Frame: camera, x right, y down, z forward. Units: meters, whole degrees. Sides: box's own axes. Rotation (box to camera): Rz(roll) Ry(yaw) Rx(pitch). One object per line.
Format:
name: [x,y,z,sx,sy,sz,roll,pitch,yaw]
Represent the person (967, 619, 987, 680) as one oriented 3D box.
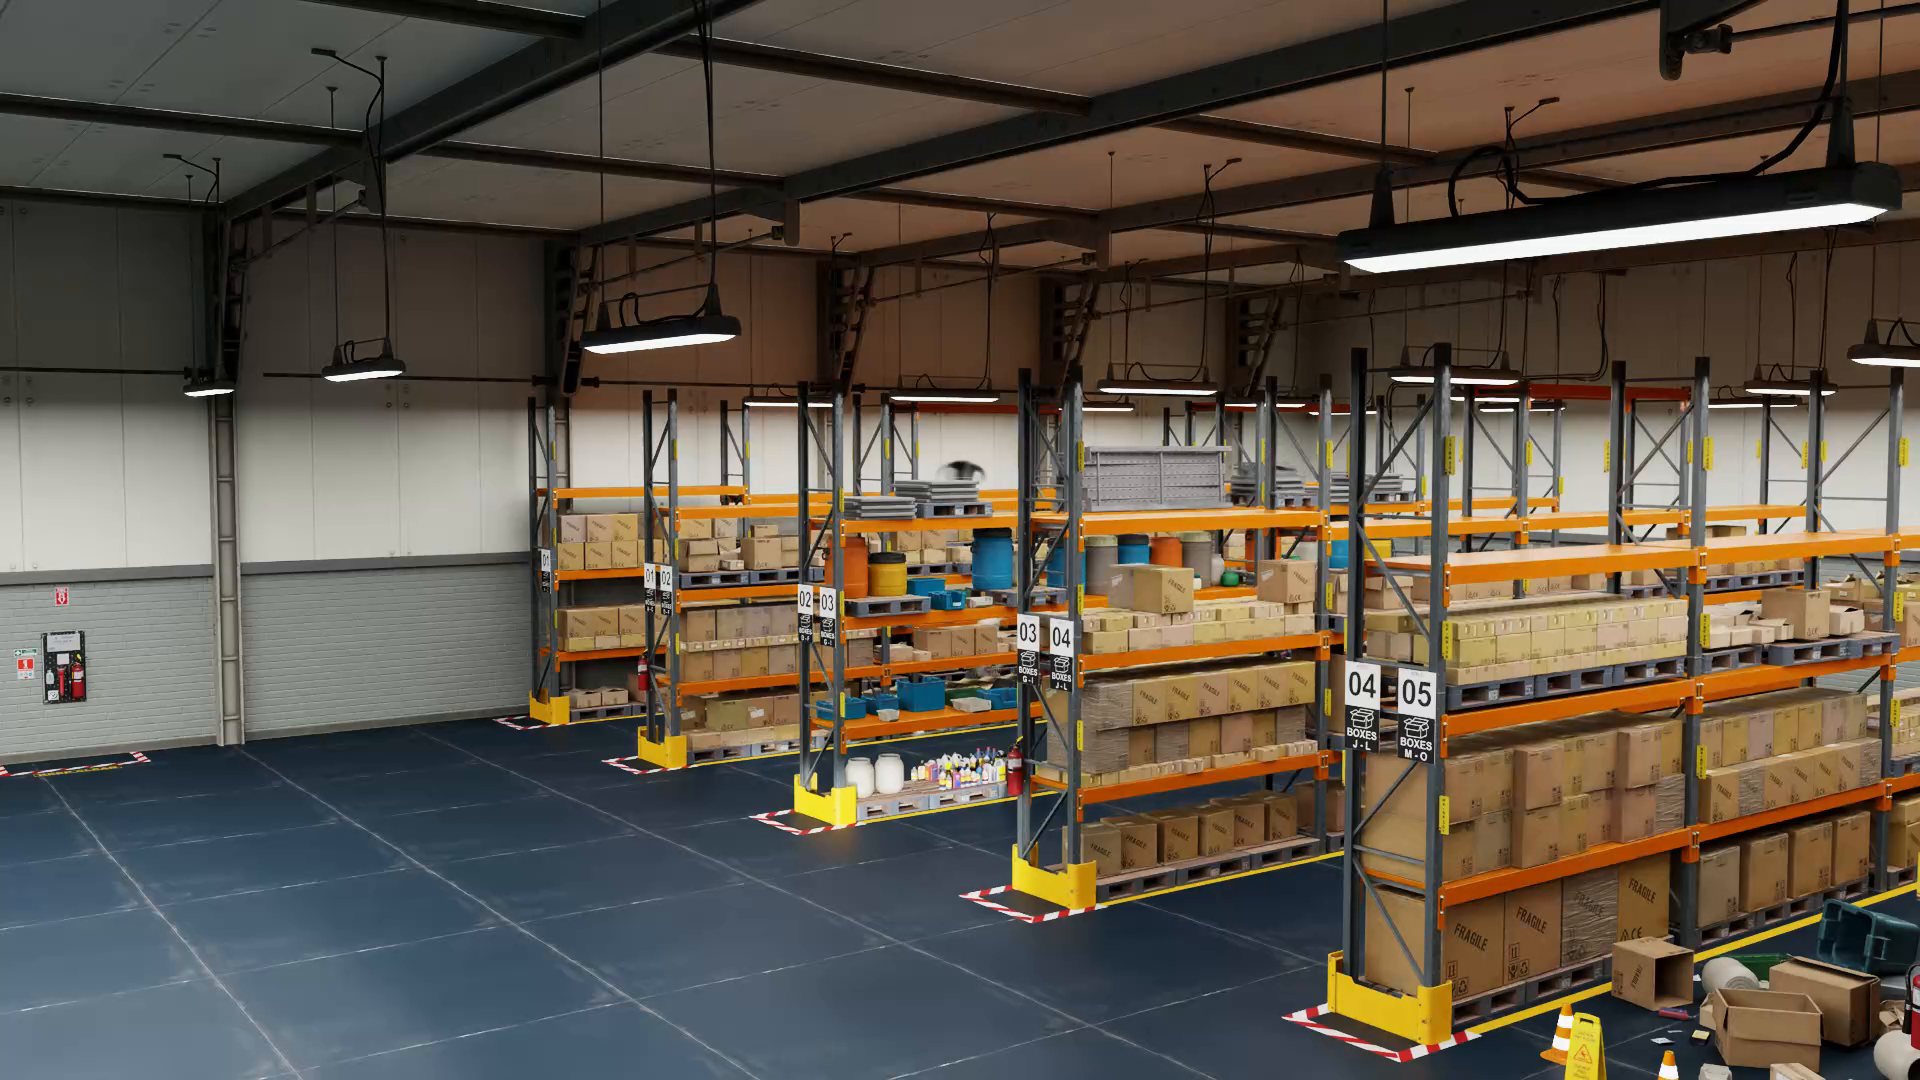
person: [0.327,2.267,34.222,0.753,1.764,0.730,-2,4,-24]
